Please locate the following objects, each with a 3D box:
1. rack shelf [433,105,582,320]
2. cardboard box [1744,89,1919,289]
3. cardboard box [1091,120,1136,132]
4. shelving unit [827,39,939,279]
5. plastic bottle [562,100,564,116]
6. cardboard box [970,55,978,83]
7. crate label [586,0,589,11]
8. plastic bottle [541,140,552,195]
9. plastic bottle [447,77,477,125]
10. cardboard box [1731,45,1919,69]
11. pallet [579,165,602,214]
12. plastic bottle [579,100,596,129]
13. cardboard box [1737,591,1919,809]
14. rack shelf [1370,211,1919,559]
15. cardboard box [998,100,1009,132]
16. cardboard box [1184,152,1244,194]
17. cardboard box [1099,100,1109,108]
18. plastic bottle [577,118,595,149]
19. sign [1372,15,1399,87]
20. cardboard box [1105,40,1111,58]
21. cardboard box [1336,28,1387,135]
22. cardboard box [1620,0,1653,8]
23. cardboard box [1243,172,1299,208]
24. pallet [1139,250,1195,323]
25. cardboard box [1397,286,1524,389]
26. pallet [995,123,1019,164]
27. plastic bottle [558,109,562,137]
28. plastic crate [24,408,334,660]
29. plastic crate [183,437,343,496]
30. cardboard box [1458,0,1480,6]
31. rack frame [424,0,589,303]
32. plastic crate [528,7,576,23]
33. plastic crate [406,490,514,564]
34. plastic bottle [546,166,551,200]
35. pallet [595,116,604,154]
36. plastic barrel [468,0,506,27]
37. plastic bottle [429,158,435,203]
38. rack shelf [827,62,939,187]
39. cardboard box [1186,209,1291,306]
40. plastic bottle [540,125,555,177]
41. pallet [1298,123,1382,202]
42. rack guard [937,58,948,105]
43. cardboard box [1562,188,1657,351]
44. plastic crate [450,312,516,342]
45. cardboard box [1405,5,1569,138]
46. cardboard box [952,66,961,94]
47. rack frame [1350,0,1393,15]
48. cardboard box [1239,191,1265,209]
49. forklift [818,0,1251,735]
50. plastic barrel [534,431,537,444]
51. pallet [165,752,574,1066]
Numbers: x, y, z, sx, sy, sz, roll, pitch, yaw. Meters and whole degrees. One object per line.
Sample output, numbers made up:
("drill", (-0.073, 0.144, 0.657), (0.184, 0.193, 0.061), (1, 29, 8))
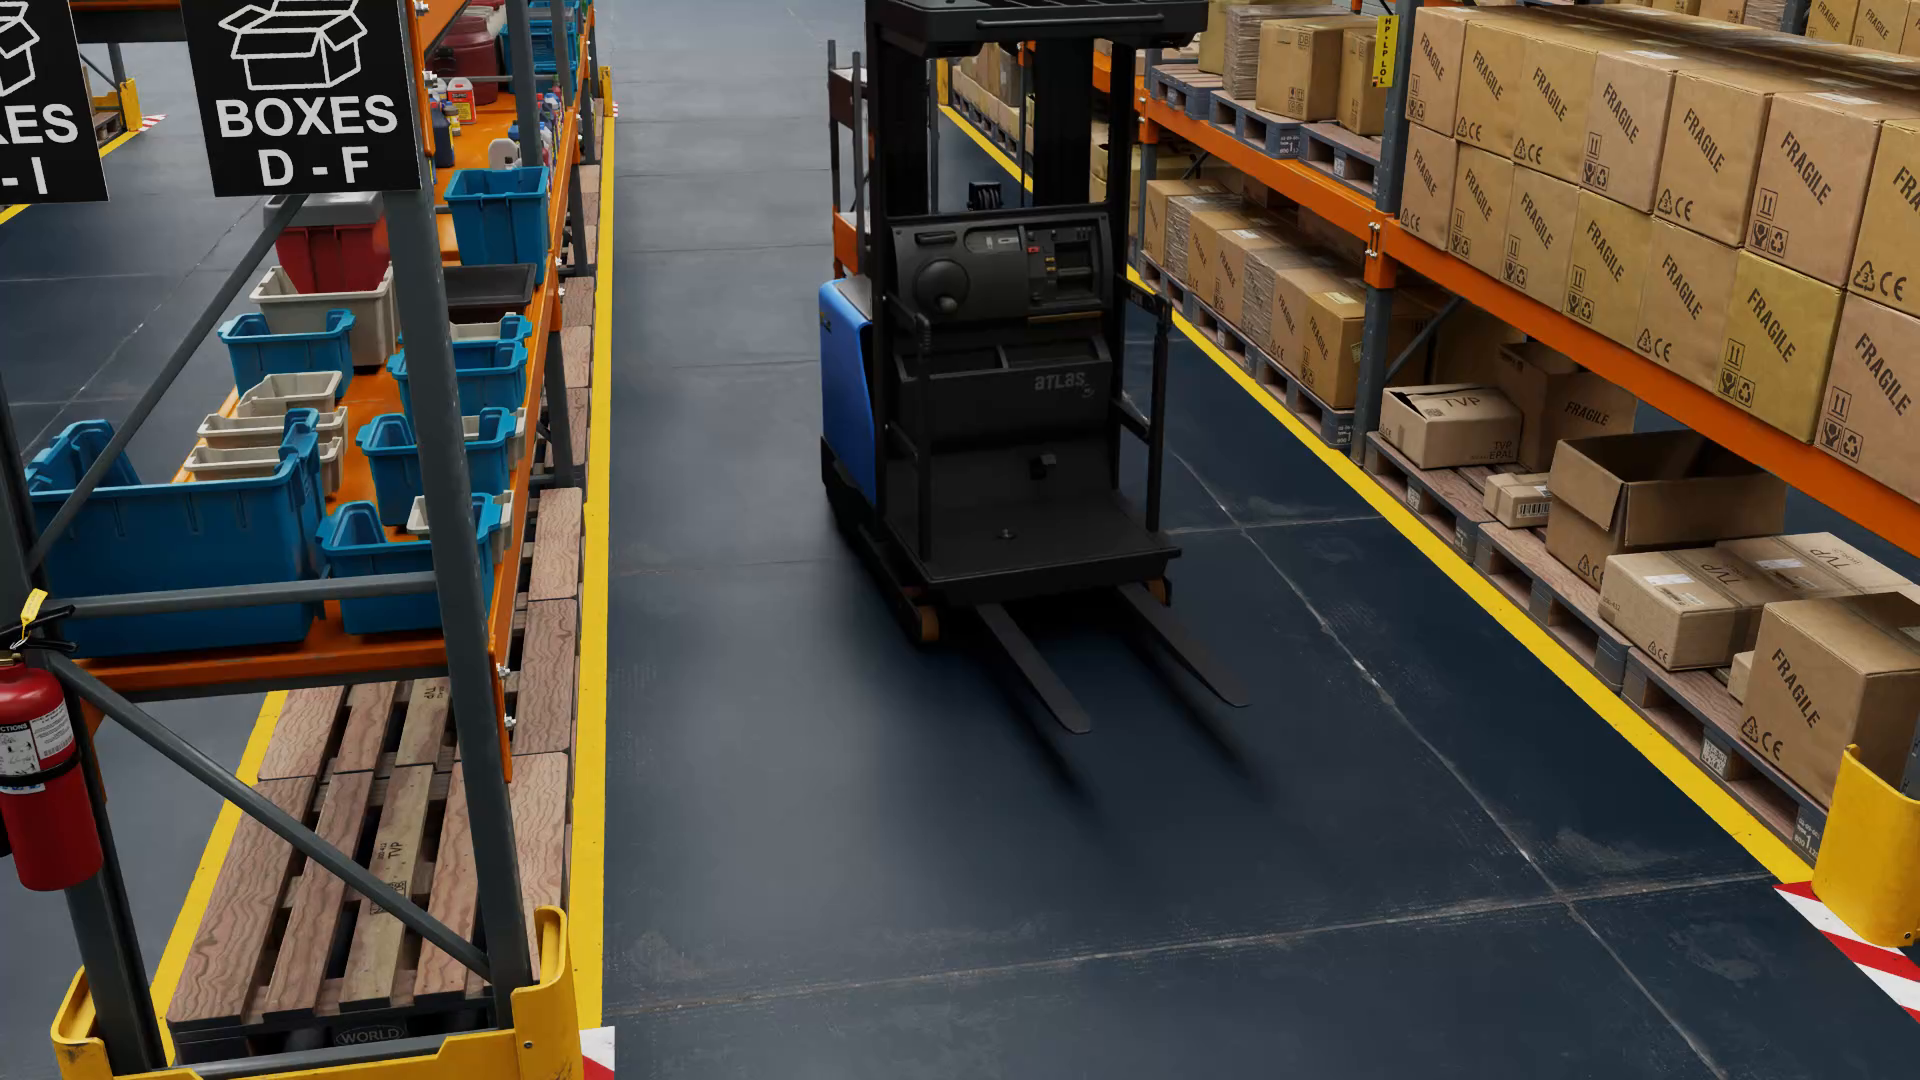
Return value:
("rack shelf", (-2.695, -1.899, 9.250), (1.077, 0.370, 4.000), (-4, 24, -10))
("cardboard box", (2.836, -1.091, 5.127), (0.500, 0.500, 0.500), (-4, 24, -8))
("cardboard box", (1.181, -3.358, 13.901), (0.500, 0.311, 0.500), (-4, 24, -8))
("shelving unit", (-0.372, -1.389, 8.303), (0.431, 2.100, 0.503), (-7, 24, -16))
("plastic bottle", (-2.568, -2.750, 10.548), (0.097, 0.201, 0.097), (0, 24, 0))
("cardboard box", (0.404, -5.184, 17.845), (0.500, 0.500, 0.500), (-4, 24, -10))
("crate label", (-3.938, -5.475, 16.493), (0.502, 0.435, 0.616), (-4, 24, -10))
("plastic bottle", (-2.138, -1.914, 8.530), (0.061, 0.283, 0.133), (-4, 24, -10))
("plastic bottle", (-3.153, -2.776, 10.513), (0.152, 0.276, 0.135), (-4, 24, -10))
("cardboard box", (3.173, -1.534, 6.141), (0.500, 0.500, 0.500), (-5, 24, -10))
("pallet", (-3.622, -3.005, 14.367), (1.003, 0.211, 1.213), (-4, 24, -10))
("plastic bottle", (-3.694, -4.239, 16.469), (0.144, 0.351, 0.185), (-3, 24, -8))
("cardboard box", (2.940, 0.514, 5.398), (0.500, 0.500, 0.500), (-4, 24, -10))
("rack shelf", (2.913, -0.691, 6.483), (1.077, 0.370, 4.000), (-4, 24, -10))
("cardboard box", (0.680, -4.250, 16.644), (0.500, 0.250, 0.500), (-4, 24, -10))
("cardboard box", (1.995, -2.798, 12.618), (0.500, 0.311, 0.500), (-4, 24, -8))
("cardboard box", (1.523, -3.801, 14.916), (0.500, 0.311, 0.500), (-4, 24, -8))
("plastic bottle", (-3.520, -3.825, 15.614), (0.152, 0.276, 0.135), (-3, 24, -8))
("sign", (1.998, -2.295, 7.811), (0.100, 0.325, 0.005), (-4, 24, -10))
("cardboard box", (1.477, -4.085, 13.231), (0.500, 0.500, 0.500), (-6, 24, -13))
("cardboard box", (2.486, -2.514, 9.110), (0.700, 0.500, 0.500), (-1, 24, -1))
("cardboard box", (6.241, -4.890, 14.524), (0.700, 0.500, 0.500), (-1, 24, -2))
("cardboard box", (2.222, -2.408, 11.153), (0.500, 0.250, 0.500), (-3, 24, -8))
("pallet", (1.904, -1.806, 11.622), (1.003, 0.211, 1.213), (-4, 24, -10))
("cardboard box", (2.693, -1.072, 9.030), (0.500, 0.500, 0.500), (-5, 24, -12))
("pallet", (0.958, -3.992, 16.627), (1.003, 0.211, 1.213), (-4, 24, -10))
("plastic bottle", (-2.471, -2.545, 10.077), (0.097, 0.201, 0.097), (0, 24, 0))
("plastic crate", (-1.831, -0.030, 3.953), (0.616, 0.435, 0.499), (-4, 24, -10))
("plastic crate", (-1.954, -0.198, 4.710), (0.396, 0.136, 0.243), (-4, 24, -10))
("cardboard box", (5.462, -5.623, 17.040), (0.500, 0.250, 0.500), (-4, 24, -10))
("rack frame", (-3.065, -3.016, 10.907), (1.000, 3.000, 0.127), (-4, 24, -10))
("plastic crate", (-3.063, -3.703, 12.401), (0.402, 0.464, 0.583), (-4, 24, -10))
("plastic crate", (-1.286, -0.029, 4.324), (0.250, 0.136, 0.298), (-4, 24, -10))
("plastic bottle", (-2.135, -1.830, 8.440), (0.097, 0.201, 0.097), (0, 24, 0))
("pallet", (-4.117, -4.059, 16.780), (1.003, 0.211, 1.213), (-4, 24, -10))
("plastic barrel", (-3.628, -3.800, 12.533), (0.433, 0.535, 0.433), (0, 24, 0))
("plastic bottle", (-2.710, -1.840, 8.278), (0.144, 0.351, 0.185), (-4, 24, -10))
("rack shelf", (-0.374, -2.021, 8.033), (0.431, 0.518, 0.480), (-7, 24, -16))
("cardboard box", (1.797, -1.833, 10.774), (0.500, 0.500, 0.500), (-5, 24, -10))
("plastic bottle", (-2.245, -2.097, 8.964), (0.097, 0.271, 0.097), (0, 24, 0))
("pallet", (2.503, -2.042, 8.917), (1.003, 0.211, 1.213), (-4, 24, -10))
("rack guard", (0.320, -5.391, 19.470), (1.175, 0.500, 0.348), (-4, 24, -10))
("cardboard box", (2.653, -1.035, 6.246), (0.500, 0.500, 0.500), (-5, 24, -10))
("plastic crate", (-1.708, -0.686, 5.828), (0.293, 0.136, 0.466), (-4, 24, -10))
("cardboard box", (2.354, -2.105, 7.448), (0.500, 0.500, 0.500), (-4, 24, -8))
("cardboard box", (0.205, -5.232, 18.893), (0.500, 0.250, 0.500), (-4, 24, -10))
("rack frame", (5.192, -6.896, 19.791), (1.000, 3.000, 0.127), (-4, 24, -10))
("cardboard box", (2.207, -2.086, 11.353), (0.500, 0.500, 0.500), (-3, 24, -8))
("forklift", (0.249, -1.095, 6.596), (1.130, 2.935, 3.031), (-7, 25, -16))
("plastic barrel", (-2.409, -0.888, 8.133), (0.600, 0.901, 0.708), (-4, 24, -10))
("pallet", (-1.700, 1.082, 5.009), (1.003, 0.211, 1.213), (-4, 24, -10))
